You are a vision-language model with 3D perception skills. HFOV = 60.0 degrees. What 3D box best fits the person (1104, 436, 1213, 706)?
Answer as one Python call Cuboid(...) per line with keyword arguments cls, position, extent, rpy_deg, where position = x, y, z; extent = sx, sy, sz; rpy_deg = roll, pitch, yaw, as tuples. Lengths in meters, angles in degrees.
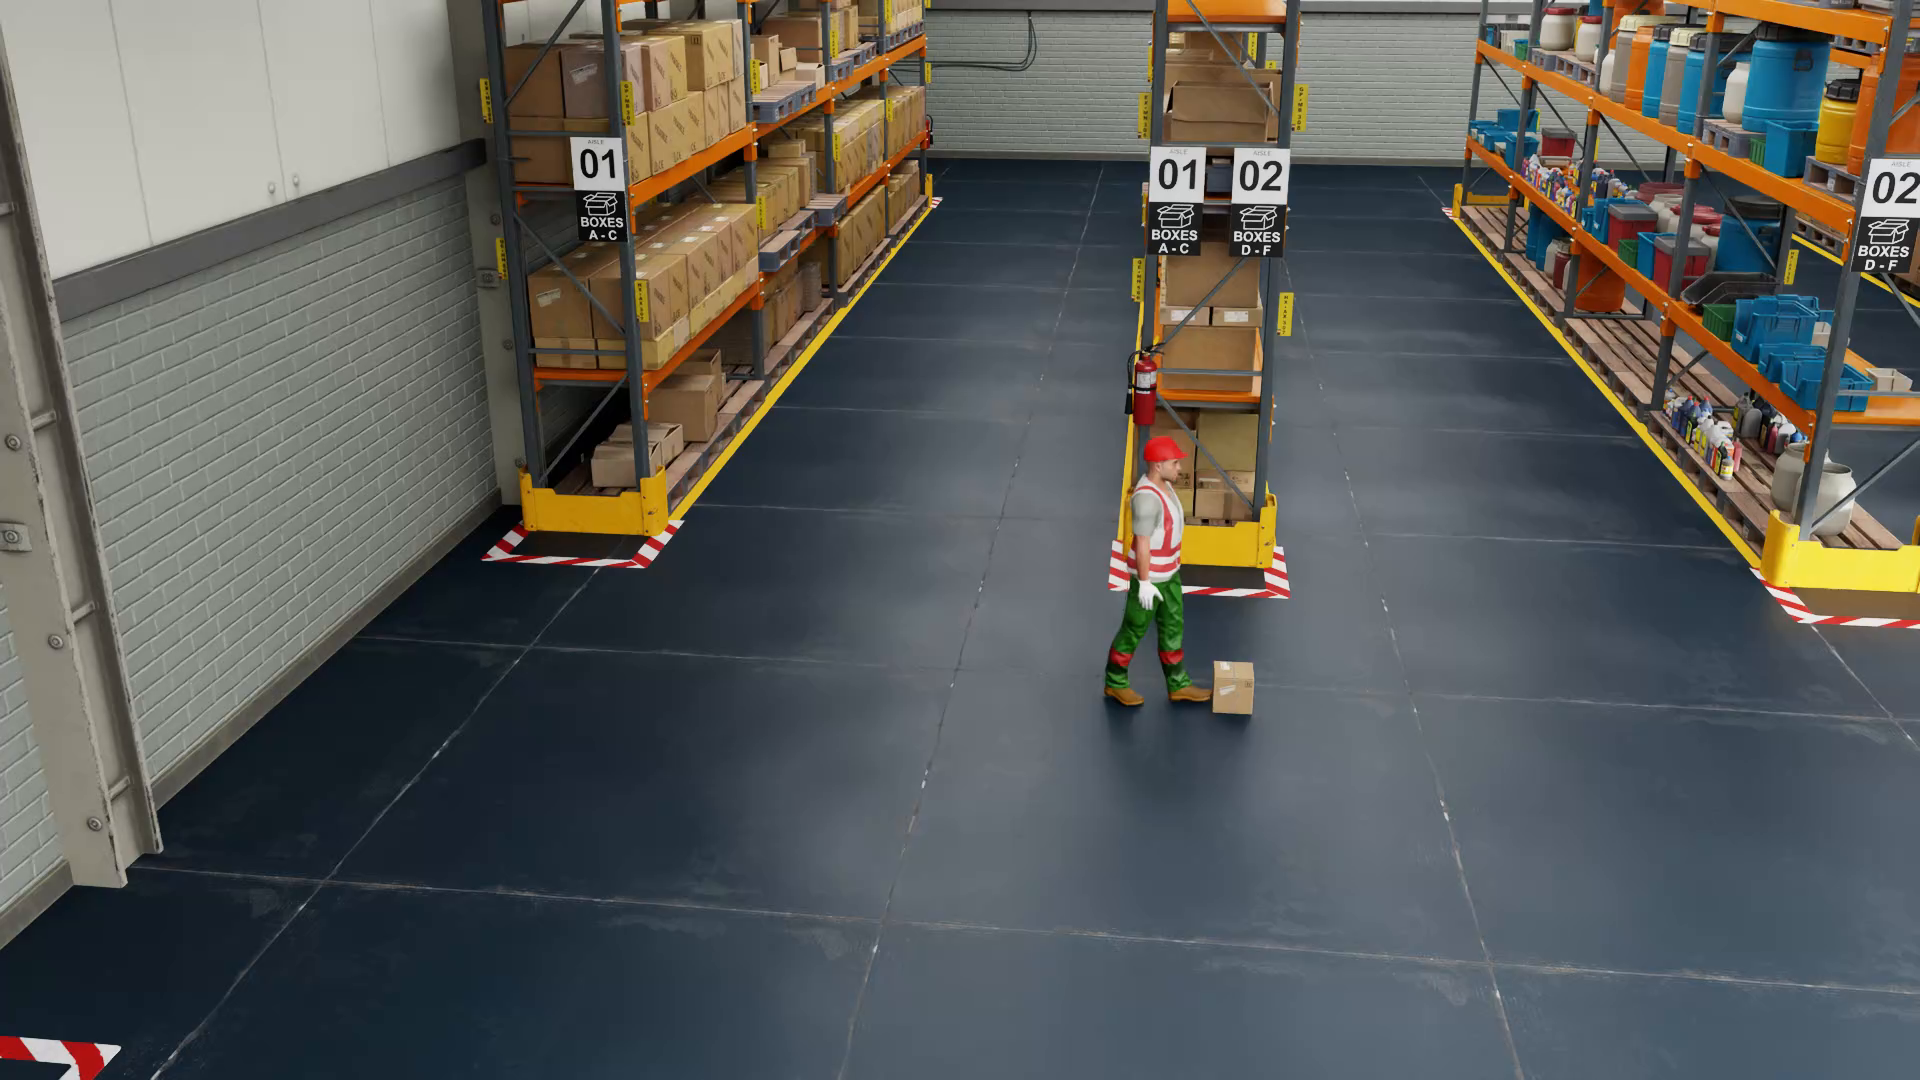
Cuboid(cls="person", position=(1.280, 0.213, 10.471), extent=(0.686, 1.787, 0.555), rpy_deg=(9, 23, 22))
